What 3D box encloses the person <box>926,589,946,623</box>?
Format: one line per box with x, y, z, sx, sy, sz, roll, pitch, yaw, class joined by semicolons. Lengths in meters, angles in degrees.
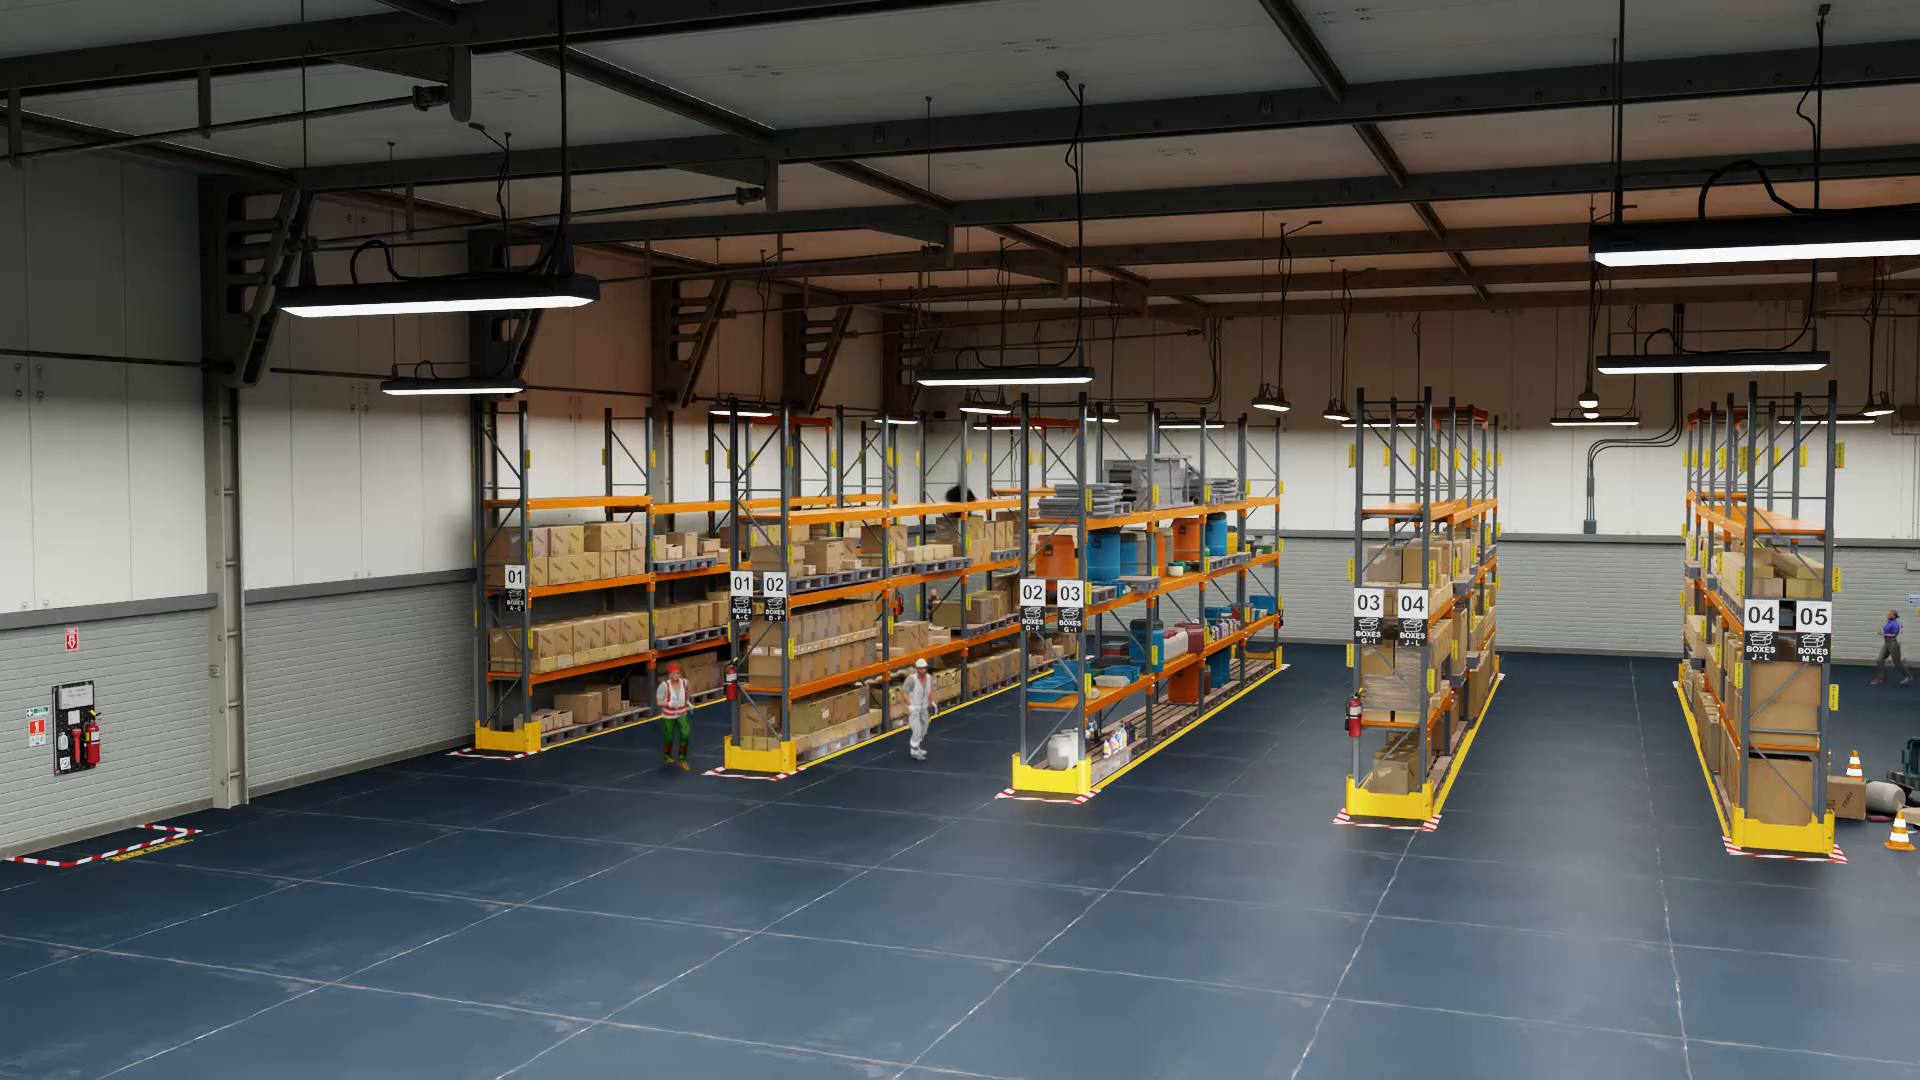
-0.552;2.092;42.659;0.769;1.691;0.685;0;3;8;person

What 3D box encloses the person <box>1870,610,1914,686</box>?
20.561;2.380;36.683;0.823;1.699;0.561;0;3;4;person

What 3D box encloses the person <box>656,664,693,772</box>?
-4.567;2.827;26.642;0.629;1.727;0.971;-1;3;-20;person

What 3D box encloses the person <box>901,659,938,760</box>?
-0.721;2.804;27.670;0.654;1.718;0.788;-2;3;-37;person
